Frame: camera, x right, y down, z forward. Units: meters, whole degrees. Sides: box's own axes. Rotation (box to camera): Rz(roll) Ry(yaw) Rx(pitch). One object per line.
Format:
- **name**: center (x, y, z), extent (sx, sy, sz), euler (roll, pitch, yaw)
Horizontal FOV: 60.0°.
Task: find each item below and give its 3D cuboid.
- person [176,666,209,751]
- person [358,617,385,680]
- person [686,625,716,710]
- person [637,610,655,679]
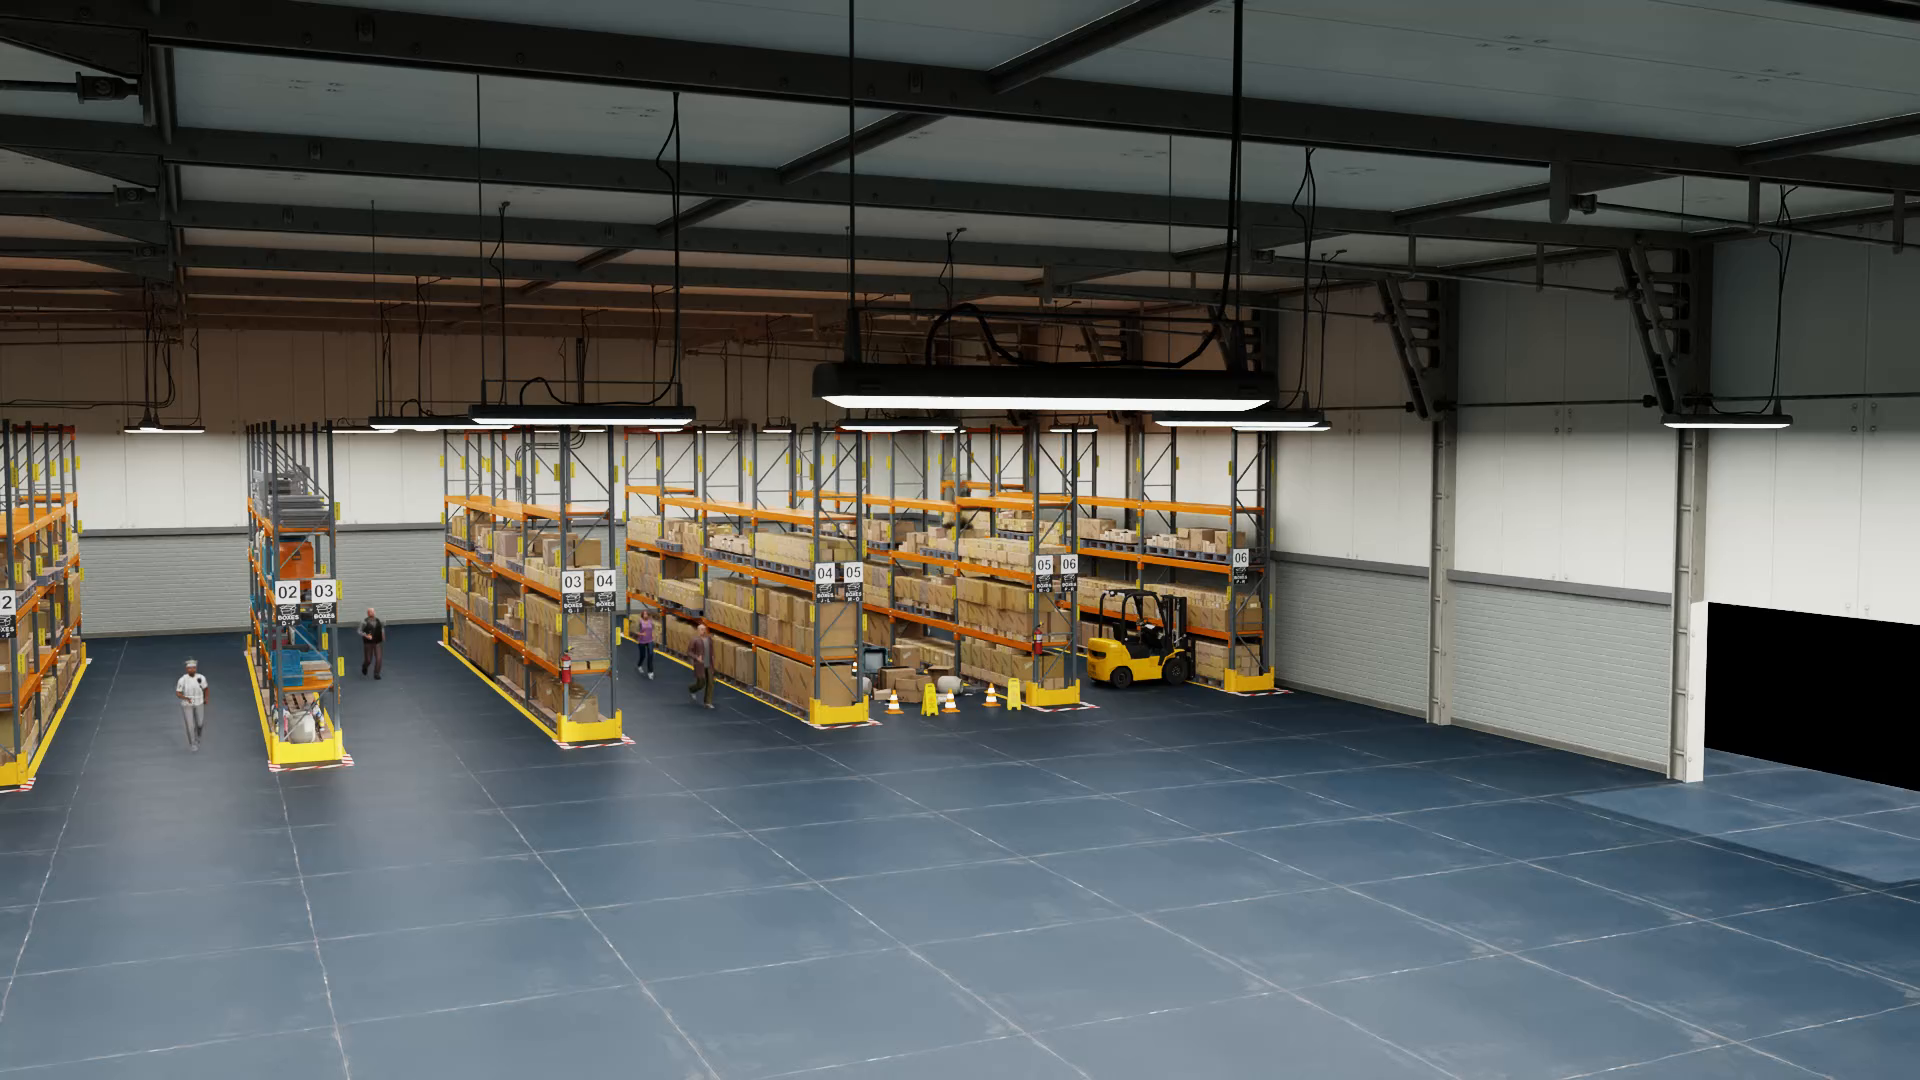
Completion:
- **person**: center (-13.944, 3.029, 30.268), extent (0.569, 1.617, 0.554), euler (-2, 4, -31)
- **person**: center (-13.827, 2.536, 39.149), extent (0.669, 1.484, 0.760), euler (-3, 4, -37)
- **person**: center (-5.429, 2.659, 35.068), extent (0.711, 1.764, 0.918), euler (-3, 5, -38)
- **person**: center (-7.467, 2.450, 39.416), extent (0.504, 1.609, 0.875), euler (-2, 4, -29)
